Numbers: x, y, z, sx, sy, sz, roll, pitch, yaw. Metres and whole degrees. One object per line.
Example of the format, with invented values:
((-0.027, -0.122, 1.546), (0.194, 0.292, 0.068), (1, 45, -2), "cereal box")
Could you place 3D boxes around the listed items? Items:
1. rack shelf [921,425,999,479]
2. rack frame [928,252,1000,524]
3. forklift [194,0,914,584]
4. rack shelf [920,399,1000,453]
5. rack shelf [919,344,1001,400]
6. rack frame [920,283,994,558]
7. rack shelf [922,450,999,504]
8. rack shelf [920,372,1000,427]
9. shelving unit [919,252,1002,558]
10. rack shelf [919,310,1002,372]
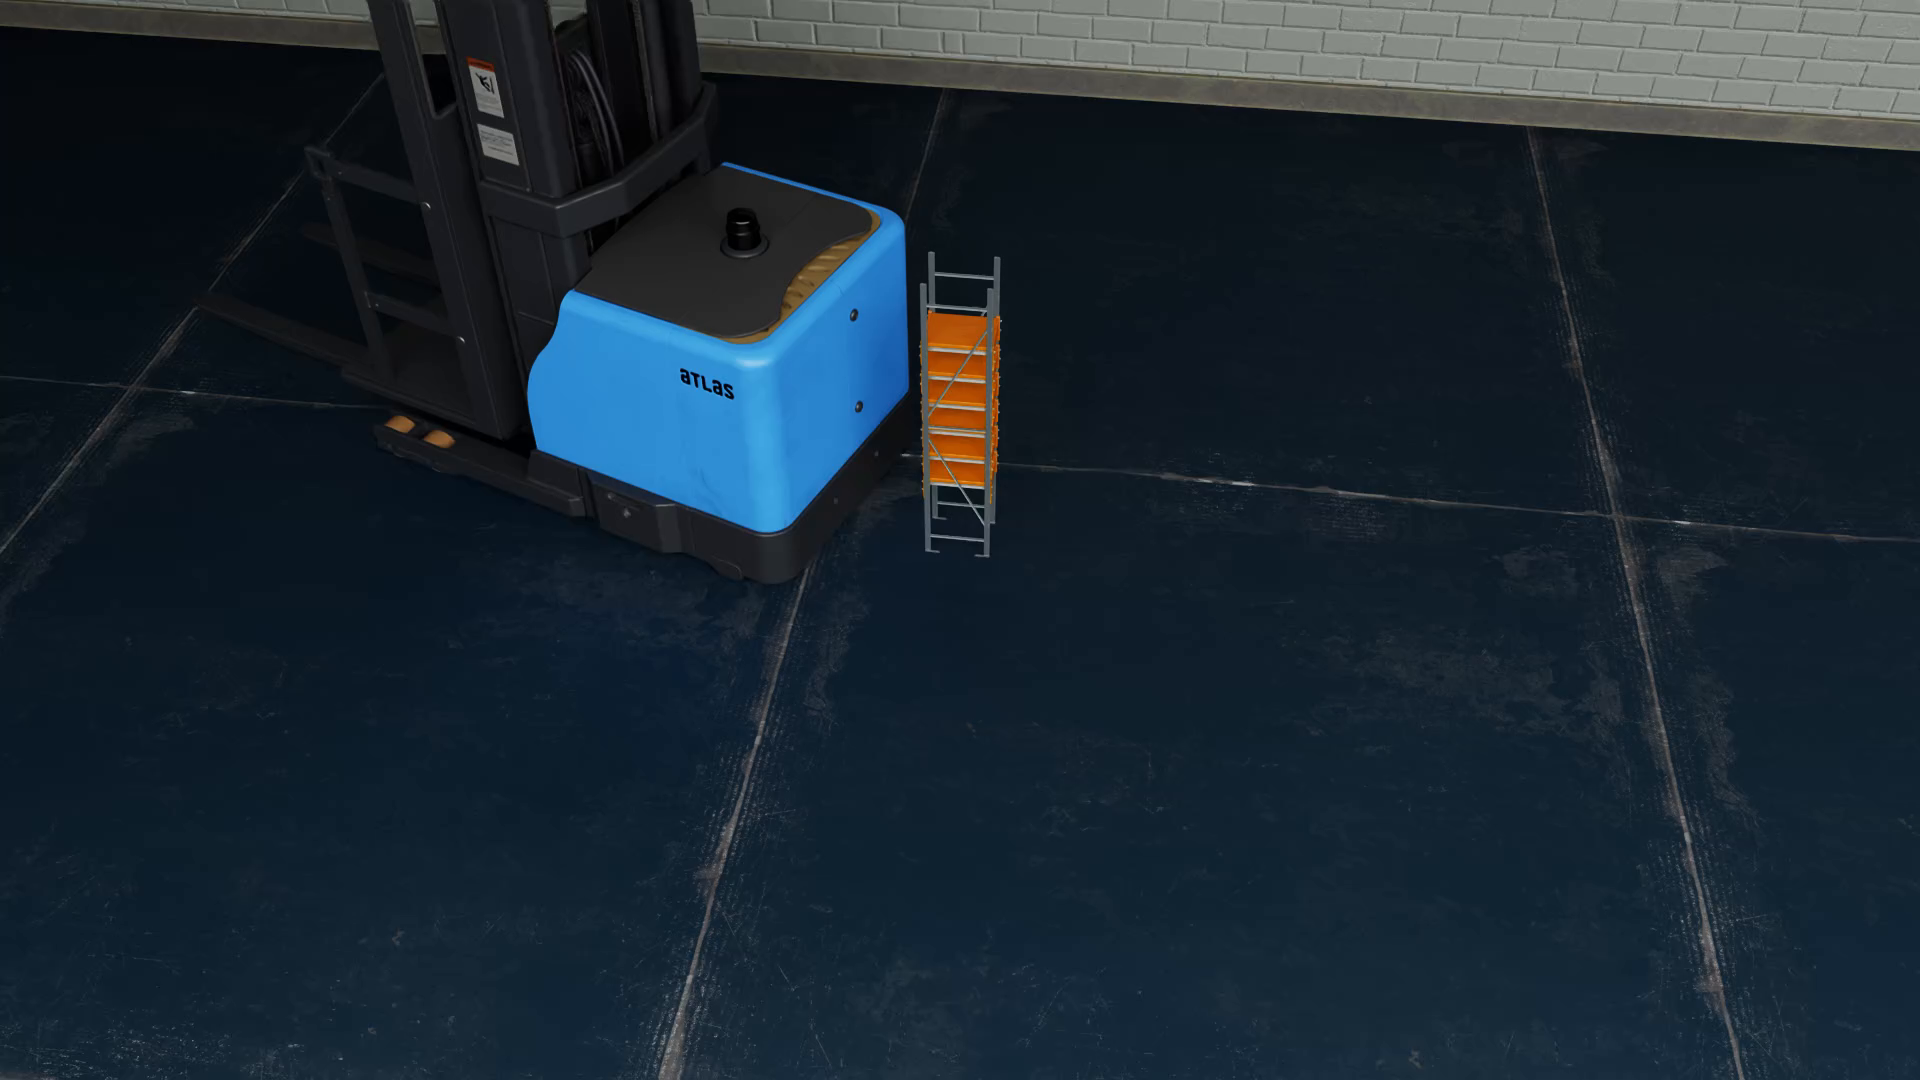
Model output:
((0.002, -0.326, 5.961), (0.258, 0.103, 0.180), (5, 44, 6), "rack shelf")
((0.014, -0.508, 5.914), (0.240, 1.200, 0.006), (5, 44, 6), "rack frame")
((-1.729, -1.630, 5.840), (3.031, 2.935, 1.130), (20, 47, 20), "forklift")
((0.002, -0.413, 5.878), (0.258, 0.103, 0.180), (5, 44, 6), "rack shelf")
((0.002, -0.588, 5.713), (0.258, 0.103, 0.180), (5, 44, 6), "rack shelf")
((-0.010, -0.383, 5.782), (0.240, 1.200, 0.006), (5, 44, 6), "rack frame")
((0.002, -0.239, 6.043), (0.258, 0.103, 0.180), (5, 44, 6), "rack shelf")
((0.002, -0.500, 5.796), (0.258, 0.103, 0.180), (5, 44, 6), "rack shelf")
((0.002, -0.446, 5.848), (0.258, 1.200, 0.189), (5, 44, 6), "shelving unit")
((0.002, -0.675, 5.631), (0.258, 0.103, 0.180), (5, 44, 6), "rack shelf")
